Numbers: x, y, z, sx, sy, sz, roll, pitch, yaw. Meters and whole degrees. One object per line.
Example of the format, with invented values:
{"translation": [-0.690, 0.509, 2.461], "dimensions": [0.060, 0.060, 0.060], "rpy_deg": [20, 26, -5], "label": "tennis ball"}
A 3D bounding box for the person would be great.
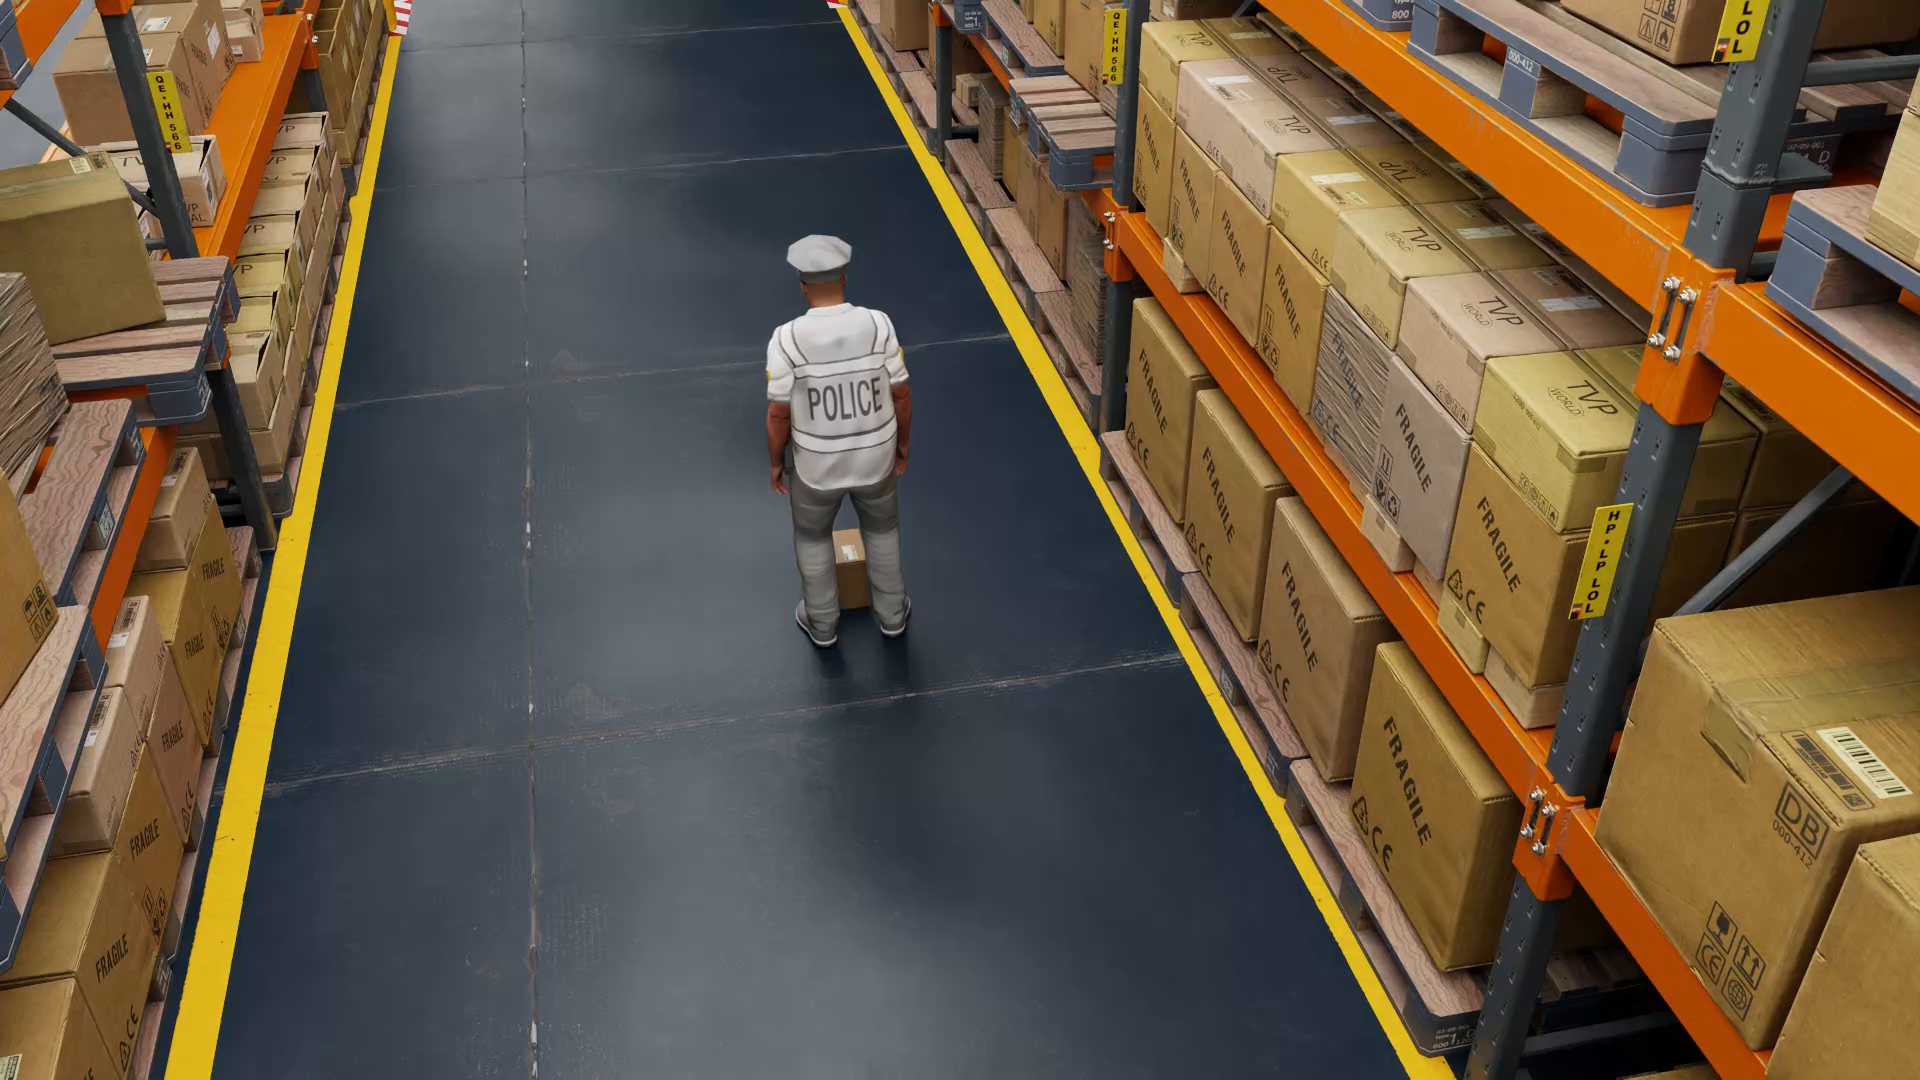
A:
{"translation": [-0.474, -0.336, 6.633], "dimensions": [0.595, 1.747, 0.445], "rpy_deg": [-9, 35, -13], "label": "person"}
